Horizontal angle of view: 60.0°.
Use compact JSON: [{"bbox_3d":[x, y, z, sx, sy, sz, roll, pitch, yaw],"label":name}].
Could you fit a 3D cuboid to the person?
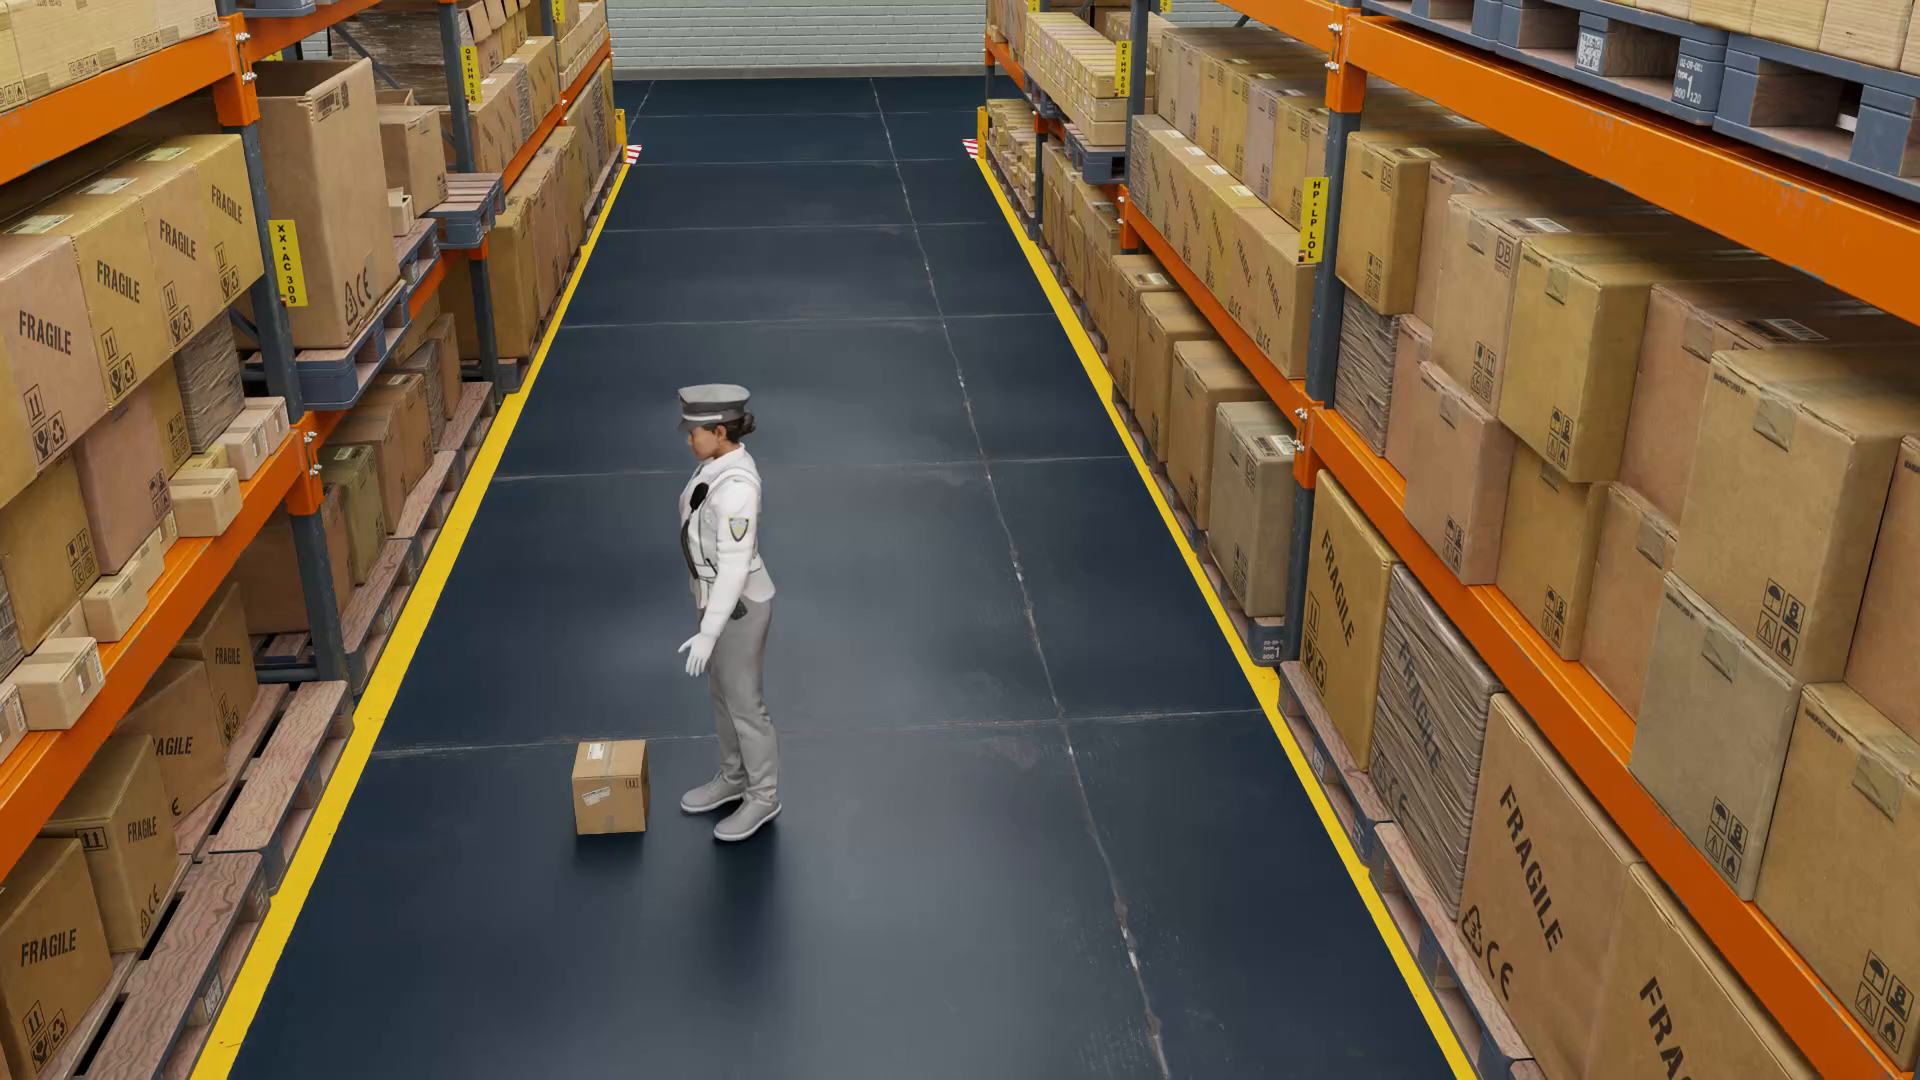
[{"bbox_3d":[-0.848,0.269,5.949,0.384,1.690,0.570,-7,25,-15],"label":"person"}]
